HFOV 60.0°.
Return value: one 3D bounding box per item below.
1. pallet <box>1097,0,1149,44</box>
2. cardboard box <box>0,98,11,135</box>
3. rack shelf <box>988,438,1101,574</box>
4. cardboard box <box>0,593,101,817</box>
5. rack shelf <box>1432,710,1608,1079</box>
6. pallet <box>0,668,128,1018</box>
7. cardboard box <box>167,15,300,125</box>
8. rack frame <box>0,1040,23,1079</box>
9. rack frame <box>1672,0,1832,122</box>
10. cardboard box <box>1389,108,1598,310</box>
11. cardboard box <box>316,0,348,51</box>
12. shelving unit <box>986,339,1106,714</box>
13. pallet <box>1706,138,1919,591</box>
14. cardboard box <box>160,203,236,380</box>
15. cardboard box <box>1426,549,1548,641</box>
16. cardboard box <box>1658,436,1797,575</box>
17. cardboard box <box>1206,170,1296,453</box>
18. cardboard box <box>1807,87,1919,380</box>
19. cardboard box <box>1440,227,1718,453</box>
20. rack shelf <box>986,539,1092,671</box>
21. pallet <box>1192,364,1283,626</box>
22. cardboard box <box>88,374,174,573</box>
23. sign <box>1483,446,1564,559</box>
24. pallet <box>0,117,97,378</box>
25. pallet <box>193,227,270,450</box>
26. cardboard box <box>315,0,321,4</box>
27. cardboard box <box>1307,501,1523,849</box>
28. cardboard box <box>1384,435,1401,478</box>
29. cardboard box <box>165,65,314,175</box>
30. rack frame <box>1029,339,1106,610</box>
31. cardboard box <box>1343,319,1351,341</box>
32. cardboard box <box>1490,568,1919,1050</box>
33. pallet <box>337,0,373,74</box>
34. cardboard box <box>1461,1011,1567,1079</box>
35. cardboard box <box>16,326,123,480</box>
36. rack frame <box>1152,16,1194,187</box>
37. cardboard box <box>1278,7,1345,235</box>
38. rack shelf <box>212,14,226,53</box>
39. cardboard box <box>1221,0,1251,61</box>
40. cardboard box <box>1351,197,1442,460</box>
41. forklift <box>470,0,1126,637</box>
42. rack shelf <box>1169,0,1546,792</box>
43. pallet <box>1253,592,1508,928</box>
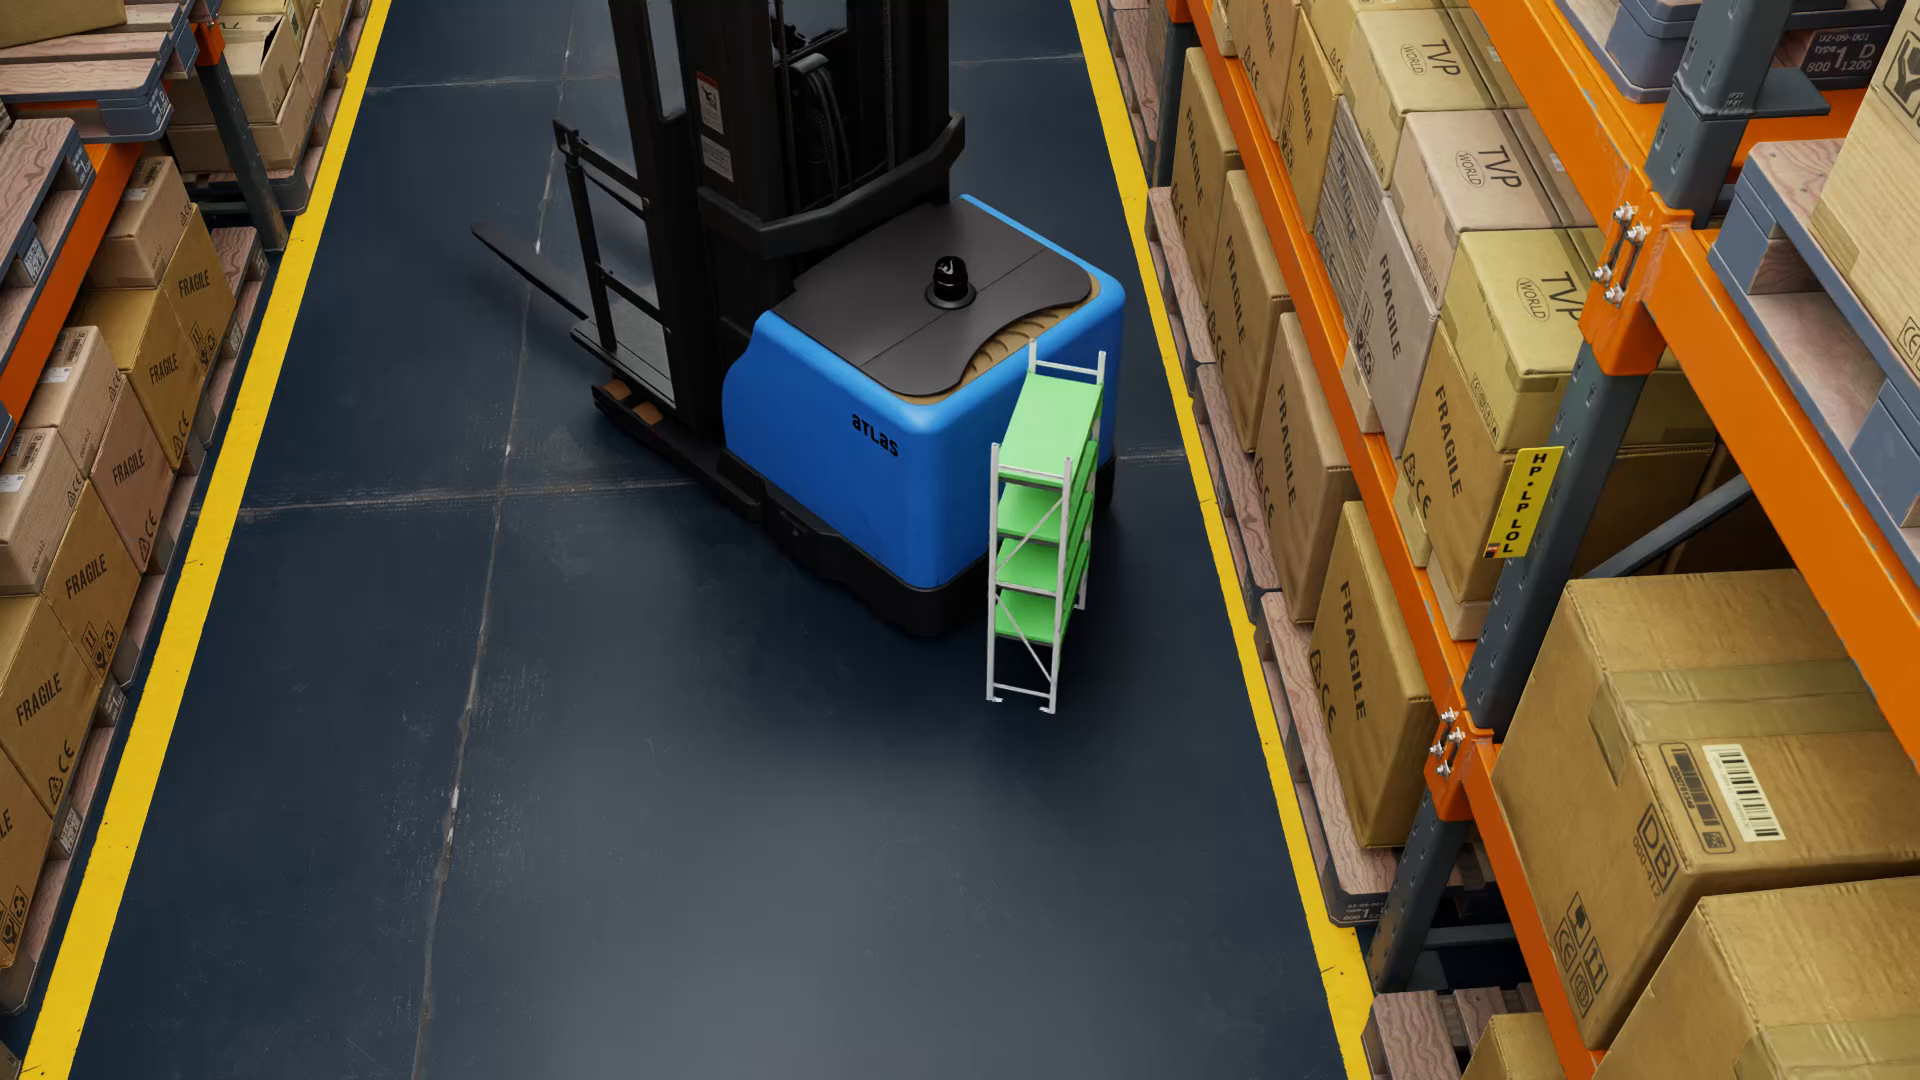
[{"bbox_3d":[1.233,-3.126,9.065,1.003,0.211,1.213,-3,47,-3],"label":"pallet"},{"bbox_3d":[-3.488,-1.392,5.144,0.700,0.500,0.500,4,47,4],"label":"cardboard box"},{"bbox_3d":[0.272,-0.137,5.310,0.258,0.148,0.480,11,48,10],"label":"rack shelf"},{"bbox_3d":[-3.058,0.517,5.113,0.500,0.500,0.500,-3,47,-3],"label":"cardboard box"},{"bbox_3d":[1.899,1.950,2.833,1.077,0.370,4.000,-3,47,-3],"label":"rack shelf"},{"bbox_3d":[-3.311,0.932,5.222,1.003,0.211,1.213,-3,47,-3],"label":"pallet"},{"bbox_3d":[-3.291,-2.123,7.413,0.500,0.311,0.500,-2,47,-2],"label":"cardboard box"},{"bbox_3d":[-3.205,0.559,3.655,1.000,3.000,0.127,-3,47,-3],"label":"rack frame"},{"bbox_3d":[1.731,-1.808,1.764,1.000,3.000,0.127,-3,47,-3],"label":"rack frame"},{"bbox_3d":[1.404,-0.839,4.175,0.500,0.250,0.500,-3,47,-2],"label":"cardboard box"},{"bbox_3d":[-3.383,-2.670,8.317,0.500,0.250,0.500,-5,47,-4],"label":"cardboard box"},{"bbox_3d":[0.272,-0.015,5.438,0.258,1.200,0.503,11,48,10],"label":"shelving unit"},{"bbox_3d":[1.789,-0.153,2.324,1.003,0.211,1.213,-3,47,-3],"label":"pallet"},{"bbox_3d":[-3.227,-0.964,6.516,0.500,0.500,0.500,-2,47,-2],"label":"cardboard box"},{"bbox_3d":[1.421,0.107,4.242,0.380,0.149,0.250,-3,47,-3],"label":"cardboard box"},{"bbox_3d":[1.944,-0.236,4.120,0.500,0.500,0.500,-5,47,-5],"label":"cardboard box"},{"bbox_3d":[1.394,-0.870,6.199,0.750,0.750,0.750,-4,47,-3],"label":"cardboard box"},{"bbox_3d":[1.526,-0.387,2.230,0.500,0.250,0.500,-4,47,-3],"label":"cardboard box"},{"bbox_3d":[1.437,-0.468,3.824,0.500,0.250,0.500,-2,47,-2],"label":"cardboard box"},{"bbox_3d":[0.272,0.194,5.659,0.258,0.148,0.480,11,48,10],"label":"rack shelf"},{"bbox_3d":[1.486,-0.224,6.317,1.003,0.211,1.213,-3,47,-3],"label":"pallet"},{"bbox_3d":[-3.134,-0.211,5.802,0.500,0.500,0.500,-5,47,-5],"label":"cardboard box"},{"bbox_3d":[1.191,-0.076,3.513,0.100,0.325,0.005,-3,47,-3],"label":"sign"},{"bbox_3d":[-3.372,-0.862,5.133,1.003,0.211,1.213,-3,47,-3],"label":"pallet"},{"bbox_3d":[-3.515,-0.834,6.894,1.003,0.211,1.213,-3,47,-3],"label":"pallet"},{"bbox_3d":[-3.384,-2.872,8.123,0.500,0.311,0.500,-5,47,-4],"label":"cardboard box"},{"bbox_3d":[1.547,0.388,5.008,0.750,0.750,0.750,-3,47,-3],"label":"cardboard box"},{"bbox_3d":[1.399,-0.264,4.593,0.380,0.149,0.250,-2,47,-2],"label":"cardboard box"},{"bbox_3d":[-3.291,-1.931,7.617,0.500,0.250,0.500,-4,47,-3],"label":"cardboard box"},{"bbox_3d":[0.335,-0.187,5.600,0.240,1.200,0.015,11,48,10],"label":"rack frame"},{"bbox_3d":[1.364,-0.632,4.942,0.380,0.149,0.250,-3,47,-3],"label":"cardboard box"},{"bbox_3d":[1.760,0.546,3.461,0.980,0.700,0.700,-3,47,-3],"label":"cardboard box"},{"bbox_3d":[-3.669,-2.855,8.808,1.003,0.211,1.213,-3,47,-3],"label":"pallet"},{"bbox_3d":[1.692,1.518,4.179,0.700,0.500,0.500,-3,47,-3],"label":"cardboard box"},{"bbox_3d":[-3.129,-0.442,5.505,0.500,0.250,0.500,-4,47,-4],"label":"cardboard box"},{"bbox_3d":[1.396,-2.639,6.683,1.000,3.000,0.127,-3,47,-3],"label":"rack frame"},{"bbox_3d":[1.308,-1.300,5.128,0.500,0.500,0.500,-2,47,-2],"label":"cardboard box"},{"bbox_3d":[-3.707,-3.535,8.027,1.077,0.370,4.000,-3,47,-3],"label":"rack shelf"},{"bbox_3d":[1.217,-2.036,5.825,0.500,0.500,0.500,-2,47,-2],"label":"cardboard box"},{"bbox_3d":[1.389,-0.575,4.442,0.500,0.500,0.500,-3,47,-3],"label":"cardboard box"},{"bbox_3d":[-0.826,-1.629,5.774,3.031,2.935,1.130,36,56,29],"label":"forklift"},{"bbox_3d":[1.564,-0.944,5.574,1.077,0.370,4.000,-3,47,-3],"label":"rack shelf"},{"bbox_3d":[1.592,0.660,5.479,1.003,0.211,1.213,-3,47,-3],"label":"pallet"}]
